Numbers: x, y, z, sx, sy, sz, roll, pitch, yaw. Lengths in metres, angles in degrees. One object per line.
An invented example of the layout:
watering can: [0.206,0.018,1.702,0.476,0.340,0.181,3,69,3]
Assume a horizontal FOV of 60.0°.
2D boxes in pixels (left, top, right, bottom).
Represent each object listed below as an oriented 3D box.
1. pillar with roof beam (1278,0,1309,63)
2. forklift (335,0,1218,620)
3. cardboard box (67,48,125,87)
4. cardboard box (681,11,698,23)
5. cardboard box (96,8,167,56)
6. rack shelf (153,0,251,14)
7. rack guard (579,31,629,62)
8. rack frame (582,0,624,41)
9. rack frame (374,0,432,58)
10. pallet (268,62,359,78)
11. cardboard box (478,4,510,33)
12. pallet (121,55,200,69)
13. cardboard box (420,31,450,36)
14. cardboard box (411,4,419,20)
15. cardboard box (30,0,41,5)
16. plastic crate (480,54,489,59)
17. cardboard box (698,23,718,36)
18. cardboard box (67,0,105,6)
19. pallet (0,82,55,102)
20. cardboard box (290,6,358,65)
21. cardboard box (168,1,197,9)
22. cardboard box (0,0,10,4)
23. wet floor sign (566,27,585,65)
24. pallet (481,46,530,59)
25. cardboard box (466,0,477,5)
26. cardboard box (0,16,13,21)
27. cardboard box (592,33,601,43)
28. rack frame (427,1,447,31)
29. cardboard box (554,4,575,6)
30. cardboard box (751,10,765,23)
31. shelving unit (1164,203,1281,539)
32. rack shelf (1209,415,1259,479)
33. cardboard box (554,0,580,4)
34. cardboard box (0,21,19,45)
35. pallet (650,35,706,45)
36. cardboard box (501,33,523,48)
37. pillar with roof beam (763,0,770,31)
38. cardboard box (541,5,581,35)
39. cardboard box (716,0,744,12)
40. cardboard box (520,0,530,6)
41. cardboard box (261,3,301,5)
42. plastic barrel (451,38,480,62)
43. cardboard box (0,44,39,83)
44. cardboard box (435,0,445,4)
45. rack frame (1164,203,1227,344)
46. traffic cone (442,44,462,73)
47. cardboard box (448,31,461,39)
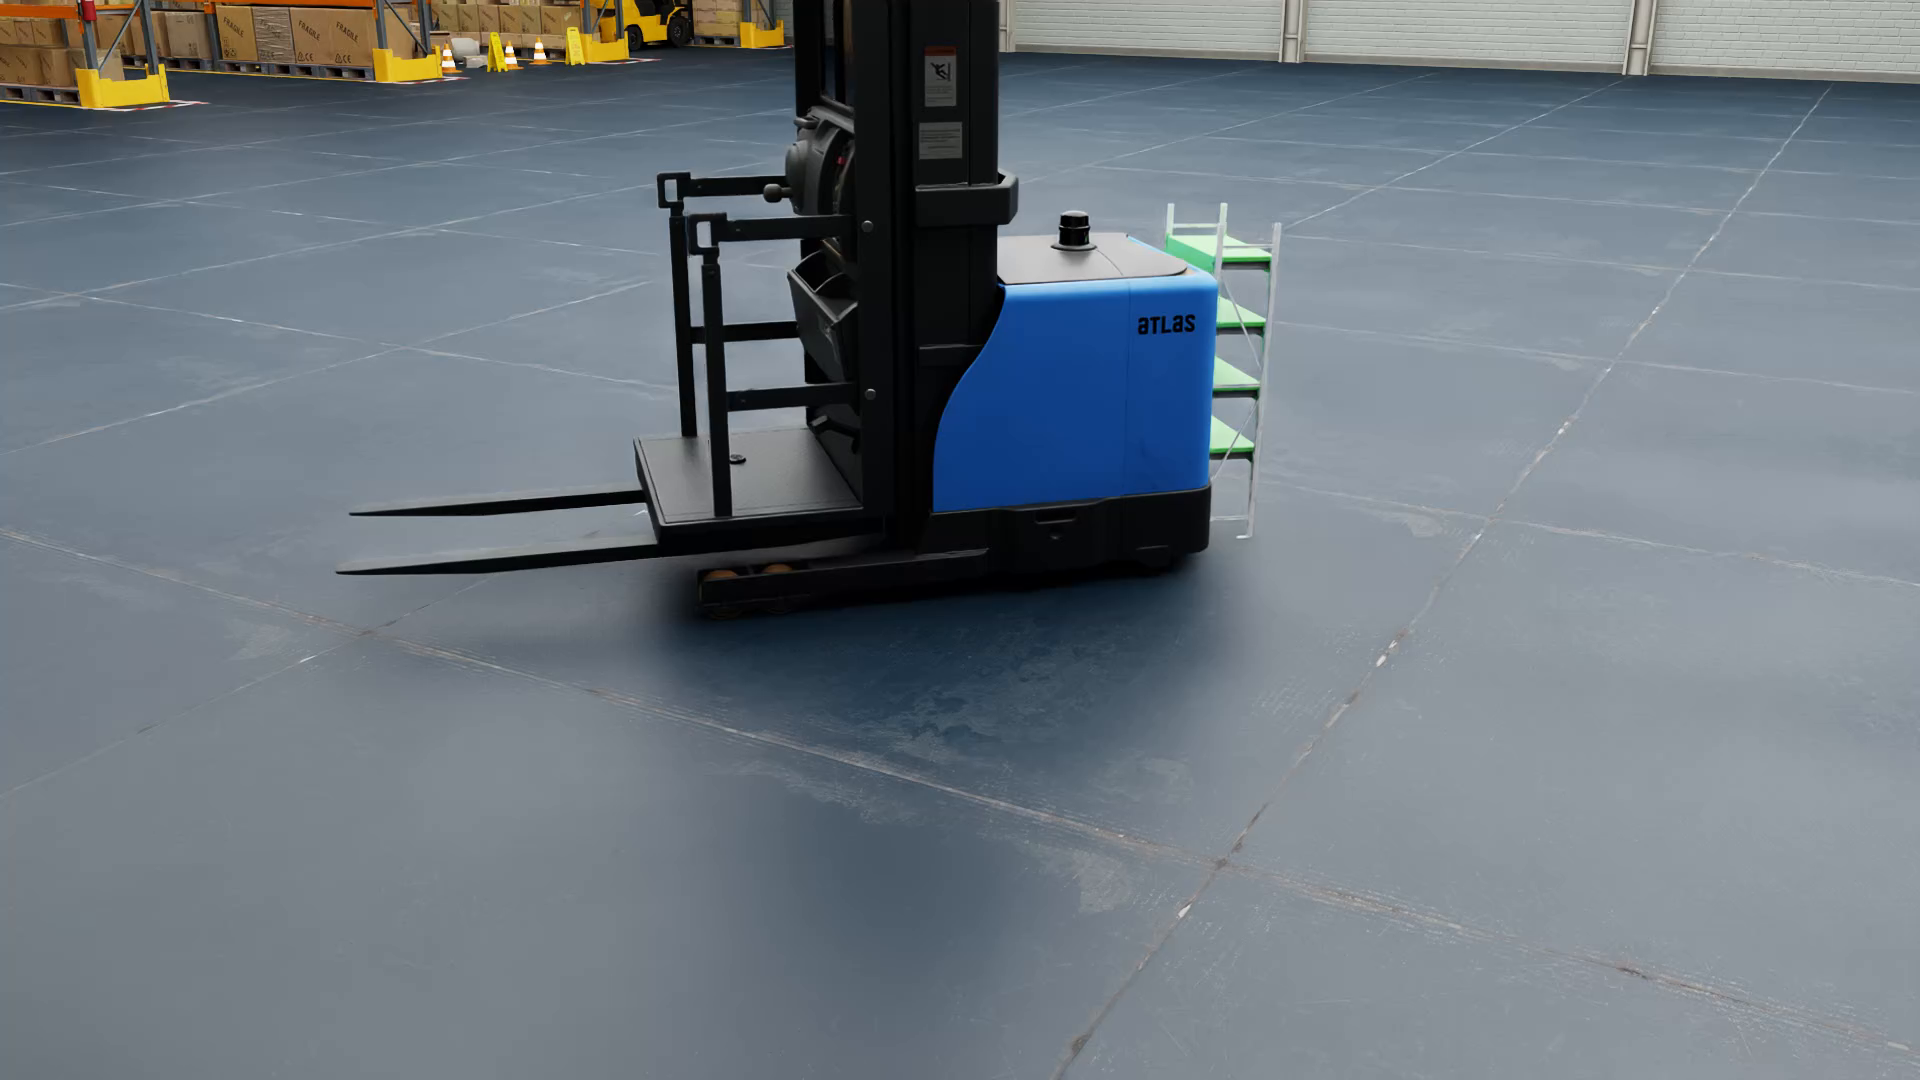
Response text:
pillar with roof beam: [4.018,-11.772,25.622,0.400,9.000,9.100,11,23,27]
forklift: [-0.662,-1.308,5.672,3.031,2.935,1.130,-5,21,-14]
cardboard box: [-11.978,-6.548,23.067,0.500,0.500,0.500,16,25,37]
cardboard box: [-5.662,-11.139,35.358,0.500,0.250,0.500,10,22,26]
cardboard box: [-14.666,-9.074,29.665,0.750,0.750,1.050,11,23,28]
rack shelf: [-14.172,-9.536,29.310,4.000,0.370,1.077,11,23,27]
rack guard: [-6.675,-9.204,31.007,0.348,0.500,1.175,11,23,27]
rack frame: [-6.608,-10.367,30.545,0.127,3.000,1.000,11,23,27]
rack frame: [-8.934,-8.876,26.437,0.127,3.000,1.000,11,23,27]
pallet: [-10.731,-7.878,27.775,1.213,0.211,1.003,11,23,27]
cardboard box: [-8.792,-9.939,31.682,0.500,0.500,0.500,12,23,30]
pallet: [-14.206,-8.539,29.596,1.213,0.211,1.003,11,23,27]
cardboard box: [-9.829,-9.275,31.197,0.500,0.500,0.500,-7,21,-20]
cardboard box: [-12.539,-12.377,39.136,0.500,0.500,0.500,12,23,30]
cardboard box: [-12.463,-7.399,22.731,0.250,0.149,0.380,11,23,27]
plastic crate: [-9.130,-9.154,31.484,0.583,0.080,0.402,3,20,9]
cardboard box: [-5.185,-10.820,35.210,0.500,0.250,0.500,11,23,27]
cardboard box: [-11.791,-7.284,22.416,0.250,0.149,0.380,11,23,27]
pallet: [-13.261,-6.467,23.884,1.213,0.211,1.003,11,23,27]
cardboard box: [-10.328,-8.314,27.386,0.875,0.875,0.875,10,22,26]
cardboard box: [-16.504,-11.482,36.119,0.875,0.875,0.875,12,23,29]
cardboard box: [-13.152,-7.503,23.018,0.250,0.149,0.380,11,23,27]
wet floor sign: [-6.964,-8.910,29.982,0.267,0.644,0.232,-16,26,-38]
pallet: [-8.428,-9.417,32.018,1.213,0.211,1.003,11,23,27]
cardboard box: [-9.188,-10.292,31.705,0.250,0.149,0.380,12,23,29]
cardboard box: [-17.525,-9.787,30.898,0.500,0.250,0.500,11,23,29]
cardboard box: [-7.178,-9.488,31.539,0.500,0.250,0.500,11,22,27]
rack frame: [-10.100,-11.032,32.379,0.127,3.000,1.000,11,23,27]
cardboard box: [-7.657,-9.930,31.658,0.500,0.500,0.500,10,22,25]
cardboard box: [-4.500,-11.125,35.319,0.500,0.250,0.500,11,23,28]
shelving unit: [0.959,-0.650,6.384,0.258,1.200,0.503,-3,20,-14]
rack shelf: [0.949,-0.363,6.485,0.258,0.148,0.480,-3,20,-14]
cardboard box: [-8.818,-11.806,37.380,0.625,0.625,0.875,11,22,27]
cardboard box: [-17.541,-9.431,31.016,0.500,0.500,0.500,10,22,25]
pallet: [-5.940,-10.852,35.973,1.213,0.211,1.003,11,23,27]
cardboard box: [-8.353,-9.500,31.572,0.500,0.250,0.500,10,22,25]
pillar with roof beam: [-6.459,-13.768,31.124,0.400,9.000,9.100,11,23,27]
cardboard box: [-7.435,-9.680,30.968,0.500,0.500,0.500,11,23,28]
cardboard box: [-4.745,-11.204,34.803,0.500,0.250,0.500,12,23,29]
cardboard box: [-8.006,-10.069,31.089,0.250,0.149,0.380,11,23,28]
cardboard box: [-14.155,-11.035,34.889,0.875,0.875,0.875,11,22,27]
plastic barrel: [-9.150,-9.049,30.689,0.512,0.421,0.421,-7,21,-20]
cardboard box: [-13.520,-6.853,23.908,0.500,0.500,0.500,9,22,23]
cardboard box: [-11.983,-12.546,38.651,0.250,0.149,0.380,10,22,25]
rack frame: [0.897,-0.730,6.606,0.240,1.200,0.015,-3,20,-14]
traffic cone: [-8.705,-8.195,28.278,0.334,0.463,0.336,11,23,27]
cardboard box: [-9.717,-9.758,32.284,0.500,0.250,0.500,10,22,25]
